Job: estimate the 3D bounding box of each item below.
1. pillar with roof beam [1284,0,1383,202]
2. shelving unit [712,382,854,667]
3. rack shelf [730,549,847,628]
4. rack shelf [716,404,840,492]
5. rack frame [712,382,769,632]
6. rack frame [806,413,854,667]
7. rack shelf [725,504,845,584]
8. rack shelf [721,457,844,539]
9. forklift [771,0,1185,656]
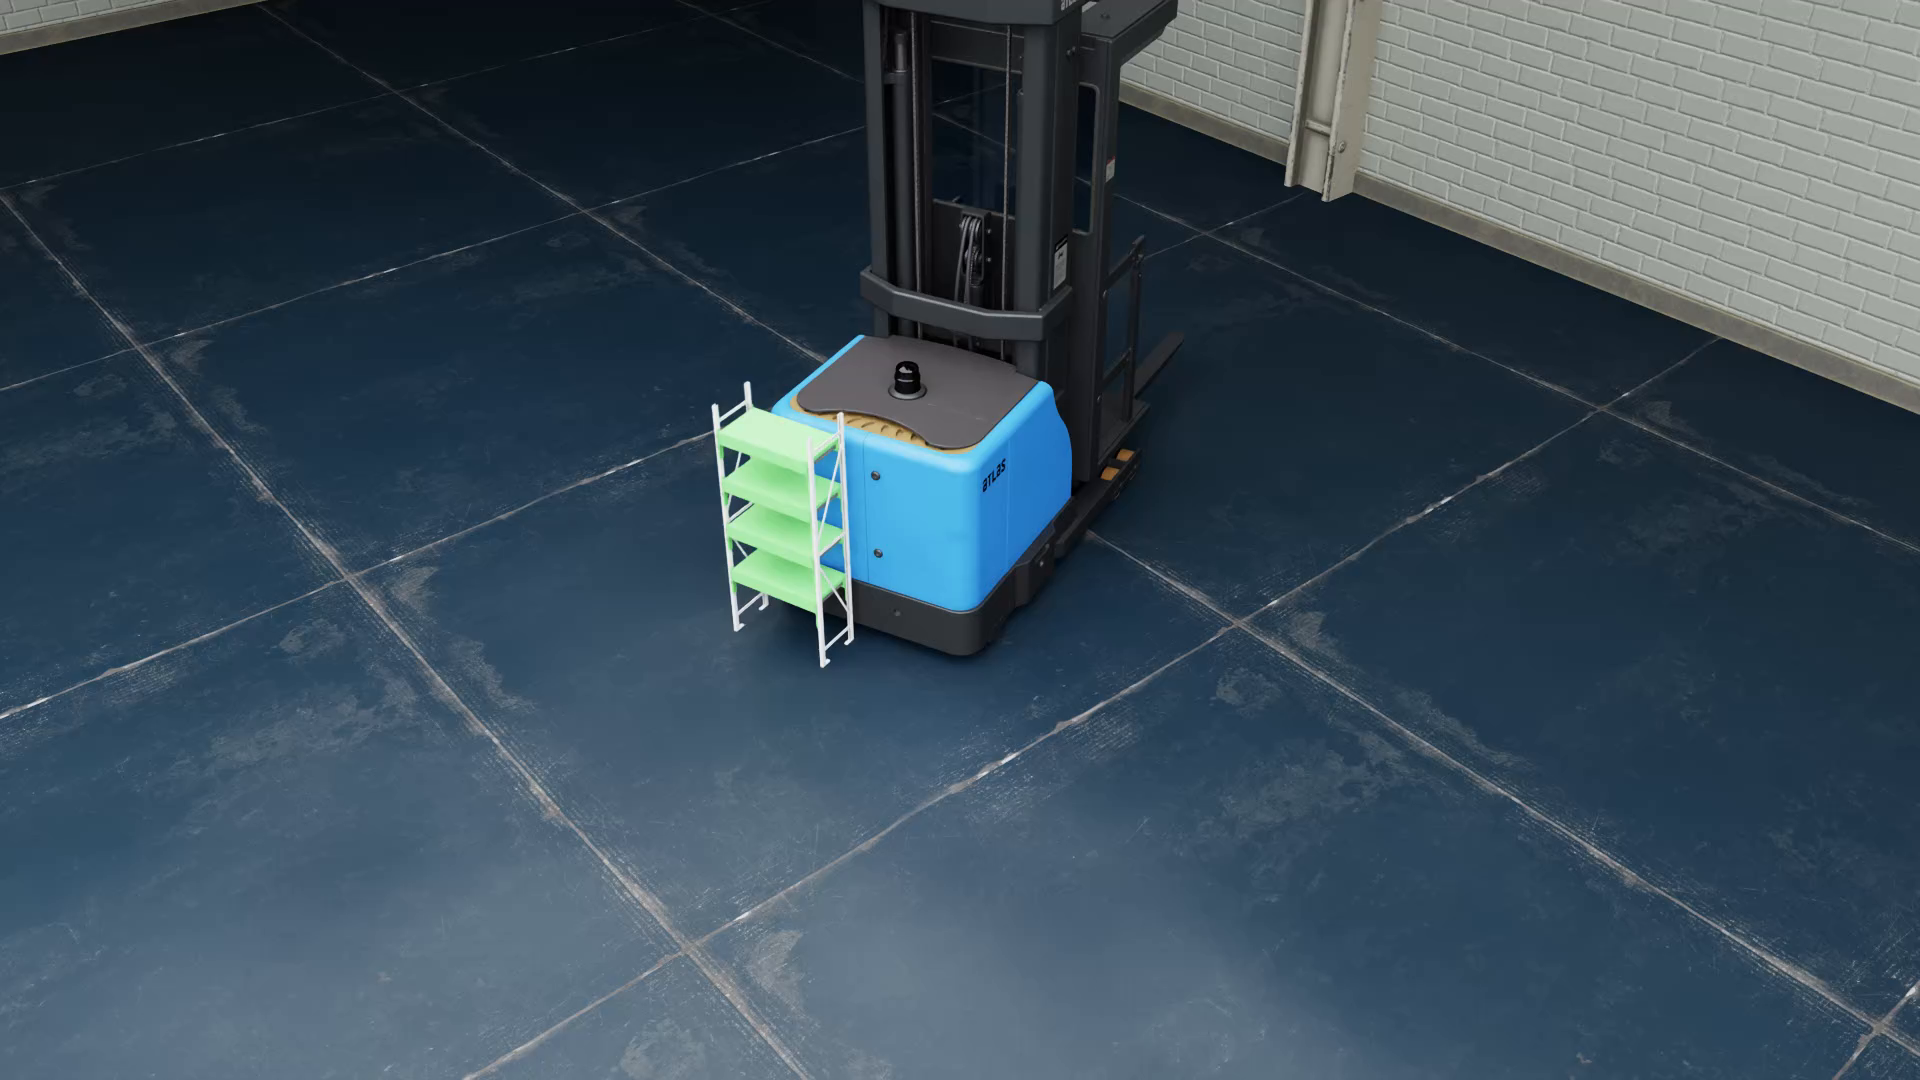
[{"bbox_3d":[-0.744,-4.562,6.906,9.100,9.000,0.400,-26,43,-32],"label":"pillar with roof beam"},{"bbox_3d":[-0.762,-0.054,7.288,0.503,1.200,0.258,20,40,25],"label":"shelving unit"},{"bbox_3d":[-0.762,0.194,7.464,0.480,0.148,0.258,20,40,25],"label":"rack shelf"},{"bbox_3d":[-0.762,-0.394,7.048,0.480,0.148,0.258,20,40,25],"label":"rack shelf"},{"bbox_3d":[-0.970,-0.128,7.393,0.015,1.200,0.240,20,40,25],"label":"rack frame"},{"bbox_3d":[-0.555,0.020,7.183,0.015,1.200,0.240,20,40,25],"label":"rack frame"},{"bbox_3d":[-0.762,-0.002,7.325,0.480,0.148,0.258,20,40,25],"label":"rack shelf"},{"bbox_3d":[-0.762,-0.198,7.186,0.480,0.148,0.258,20,40,25],"label":"rack shelf"},{"bbox_3d":[0.292,-1.516,7.855,1.130,2.935,3.031,17,39,22],"label":"forklift"}]
